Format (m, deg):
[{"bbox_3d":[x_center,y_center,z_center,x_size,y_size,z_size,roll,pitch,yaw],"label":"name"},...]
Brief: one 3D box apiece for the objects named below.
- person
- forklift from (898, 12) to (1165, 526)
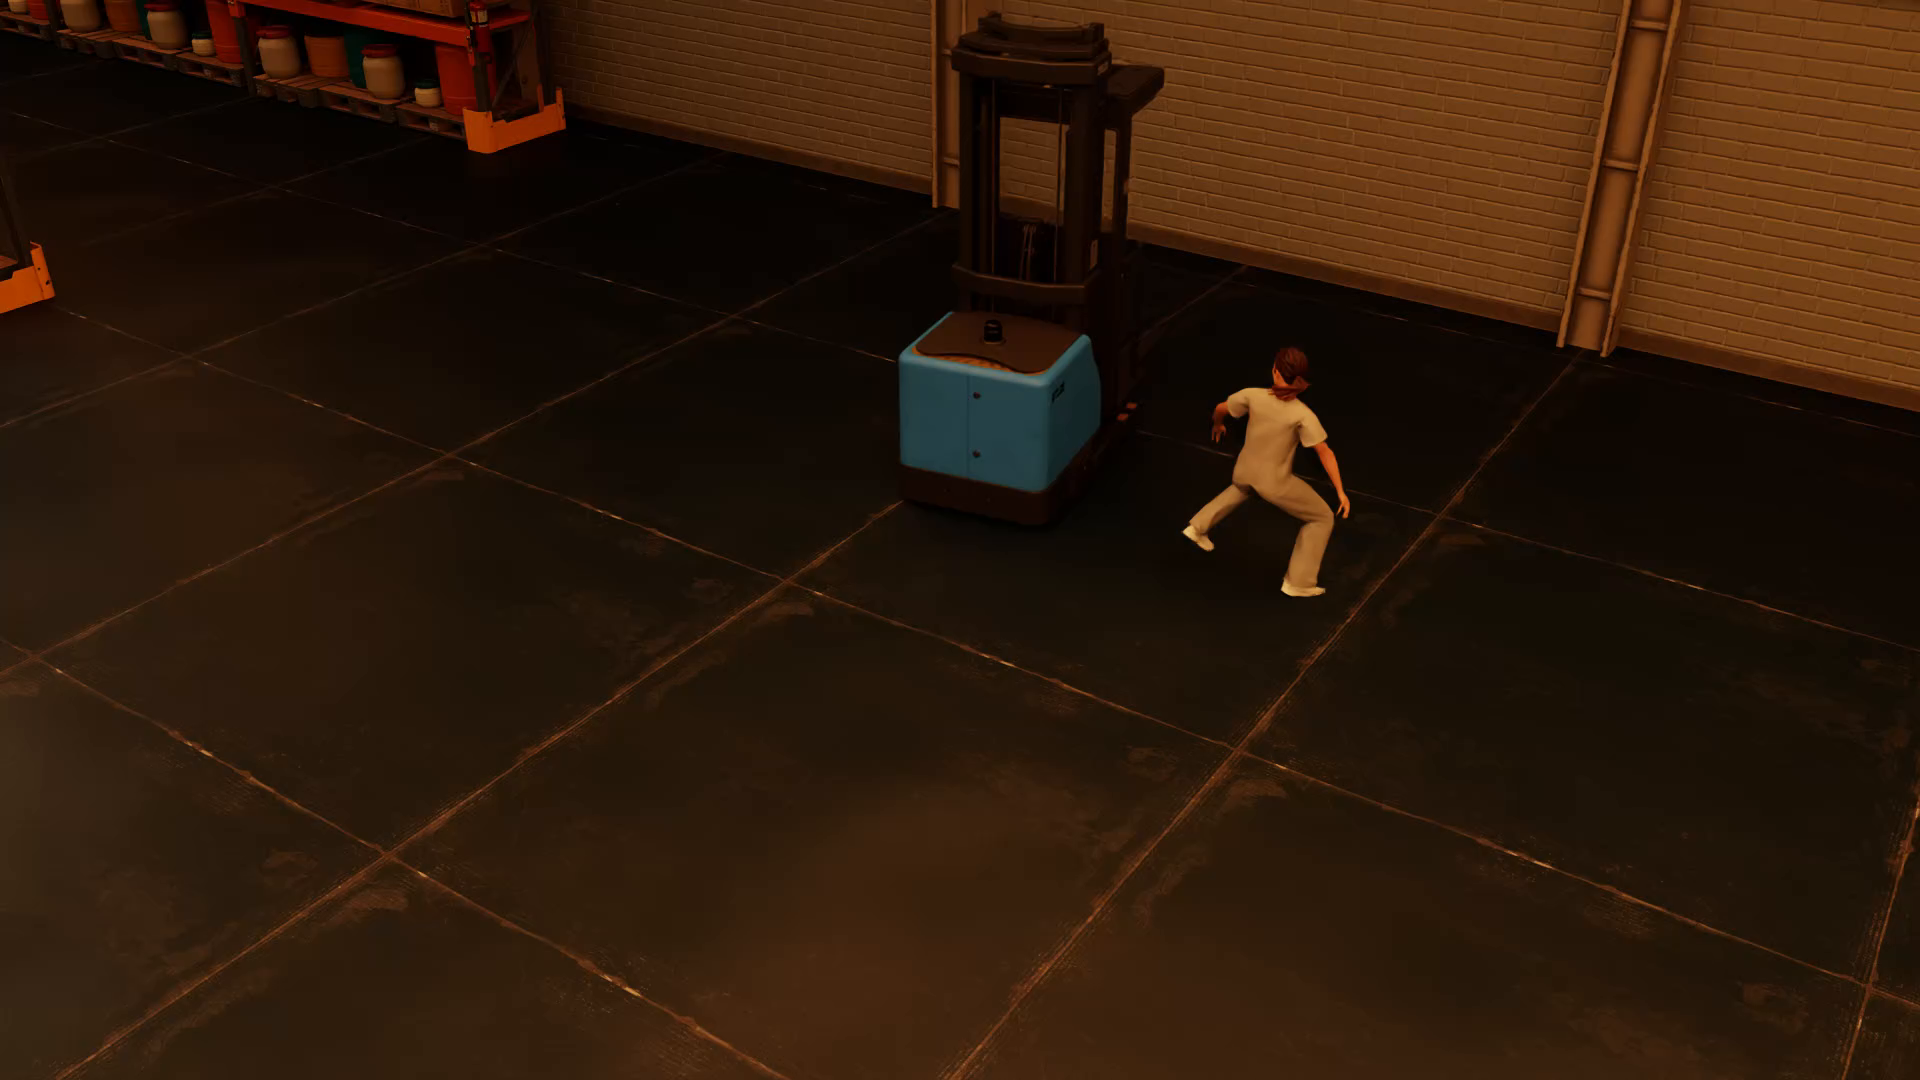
[{"bbox_3d":[1.847,-0.384,9.694,0.499,1.560,1.011,-26,39,-37],"label":"person"},{"bbox_3d":[0.661,-2.078,11.159,1.130,2.935,3.031,13,32,21],"label":"forklift"}]
